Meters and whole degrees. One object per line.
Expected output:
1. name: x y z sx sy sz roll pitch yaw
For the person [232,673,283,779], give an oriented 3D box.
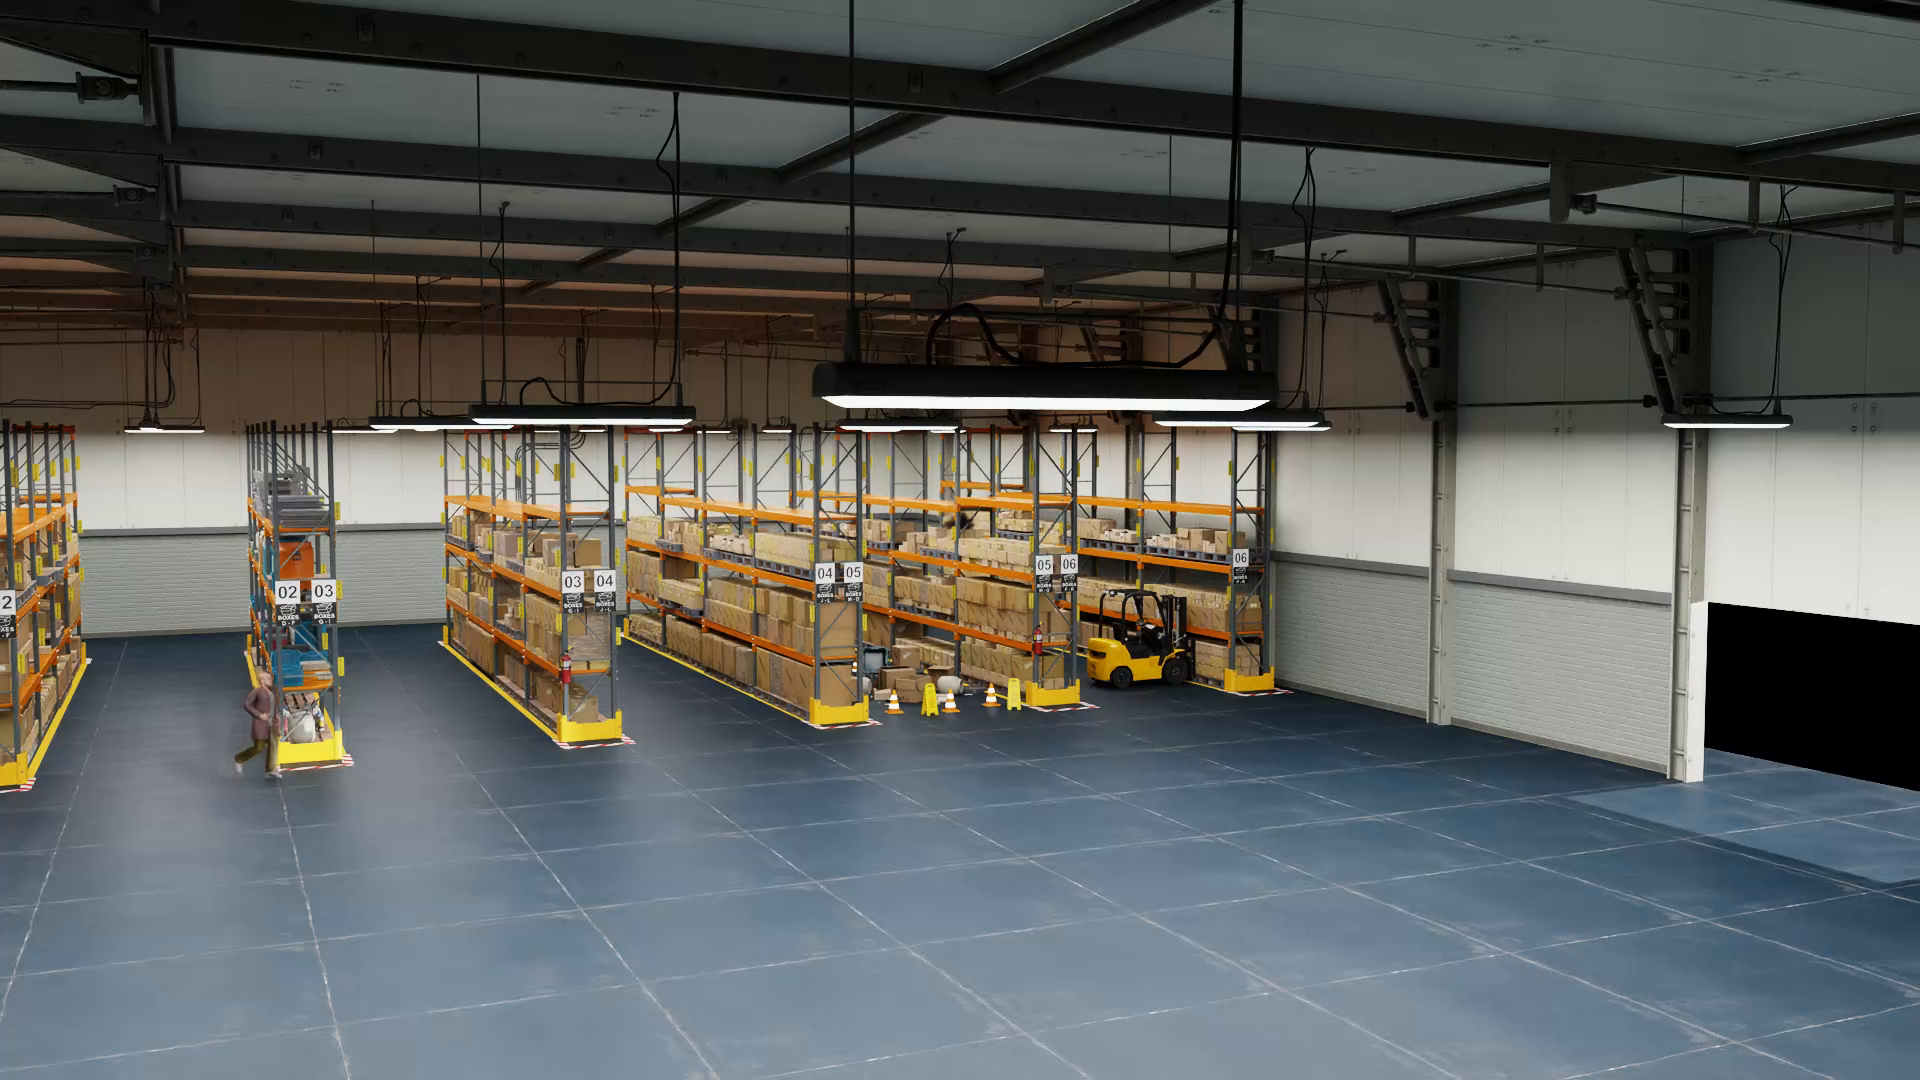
1. person: -11.674 3.100 27.951 0.981 1.727 0.774 1 4 19
